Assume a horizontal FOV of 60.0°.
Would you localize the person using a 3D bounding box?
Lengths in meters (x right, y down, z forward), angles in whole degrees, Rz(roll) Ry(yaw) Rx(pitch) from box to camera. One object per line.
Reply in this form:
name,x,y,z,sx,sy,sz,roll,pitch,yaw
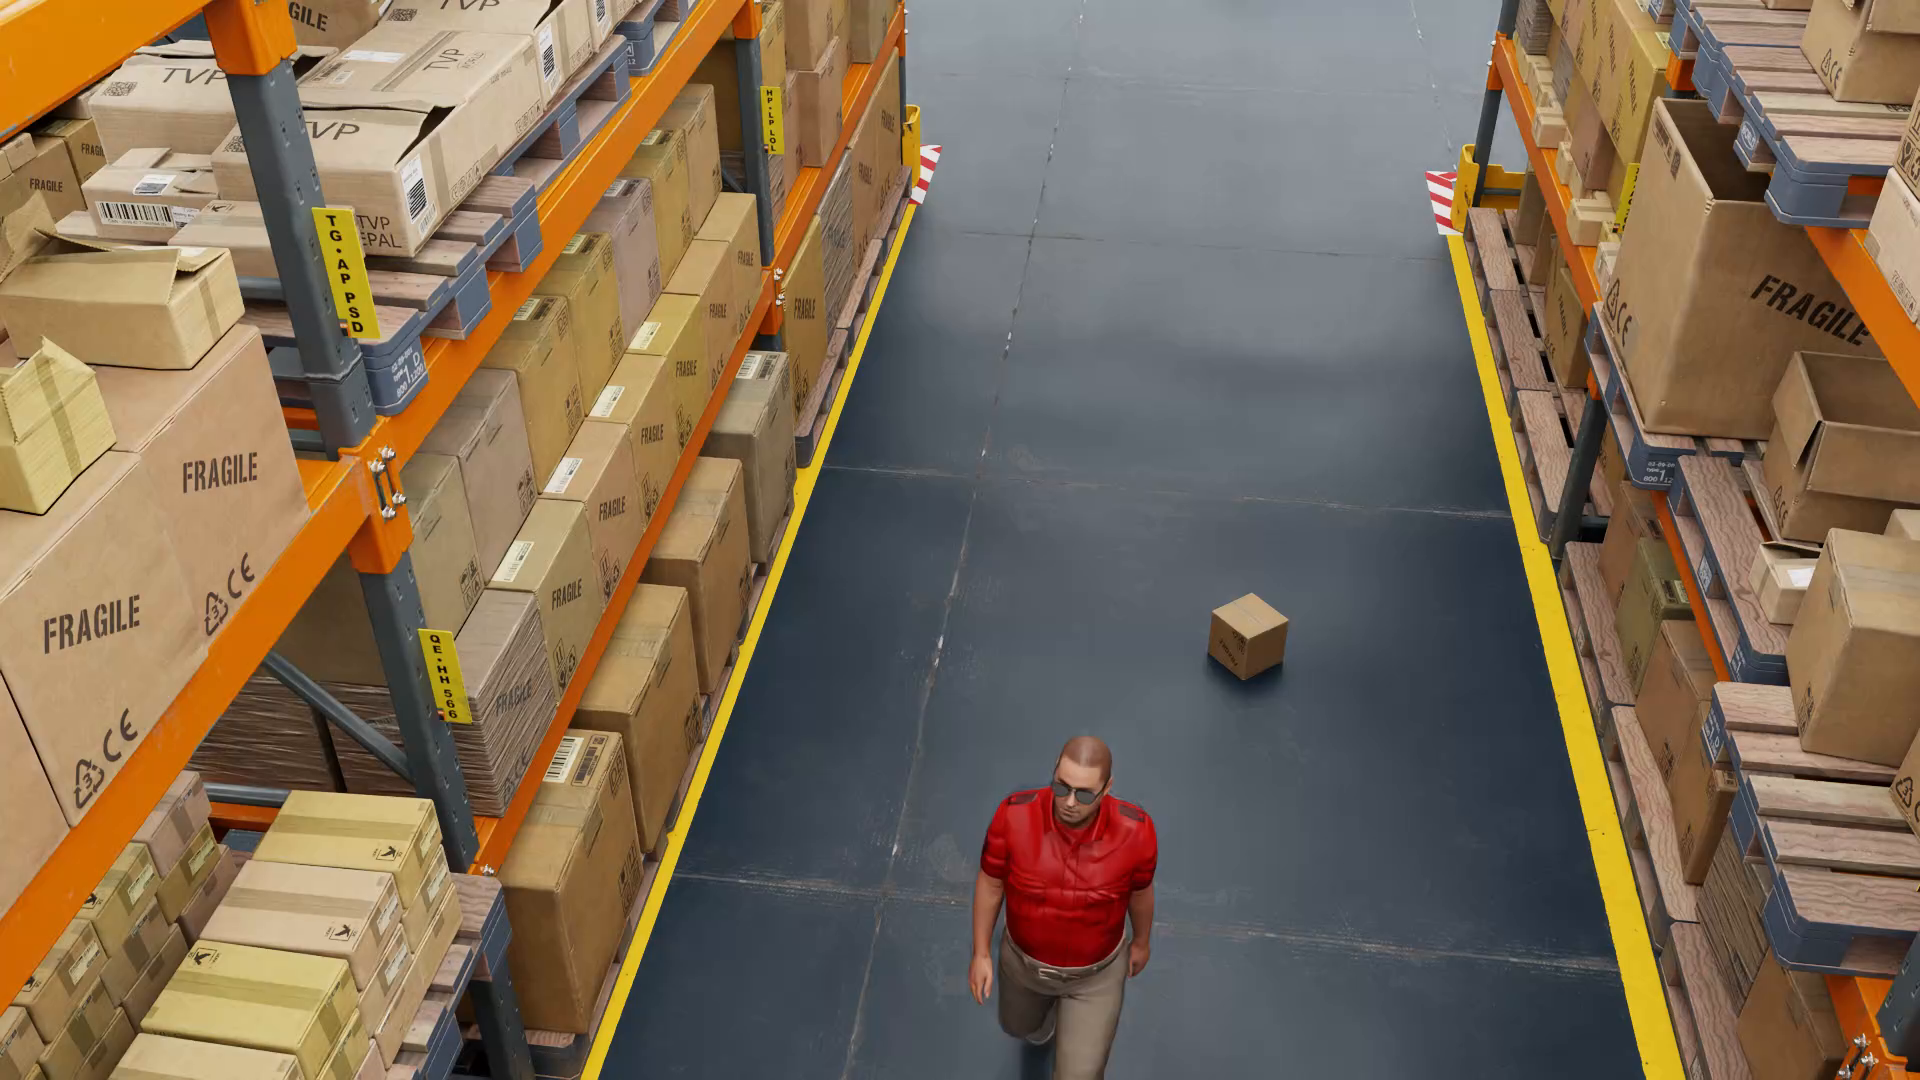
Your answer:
person,0.318,1.289,5.275,0.553,1.676,0.969,8,37,11
